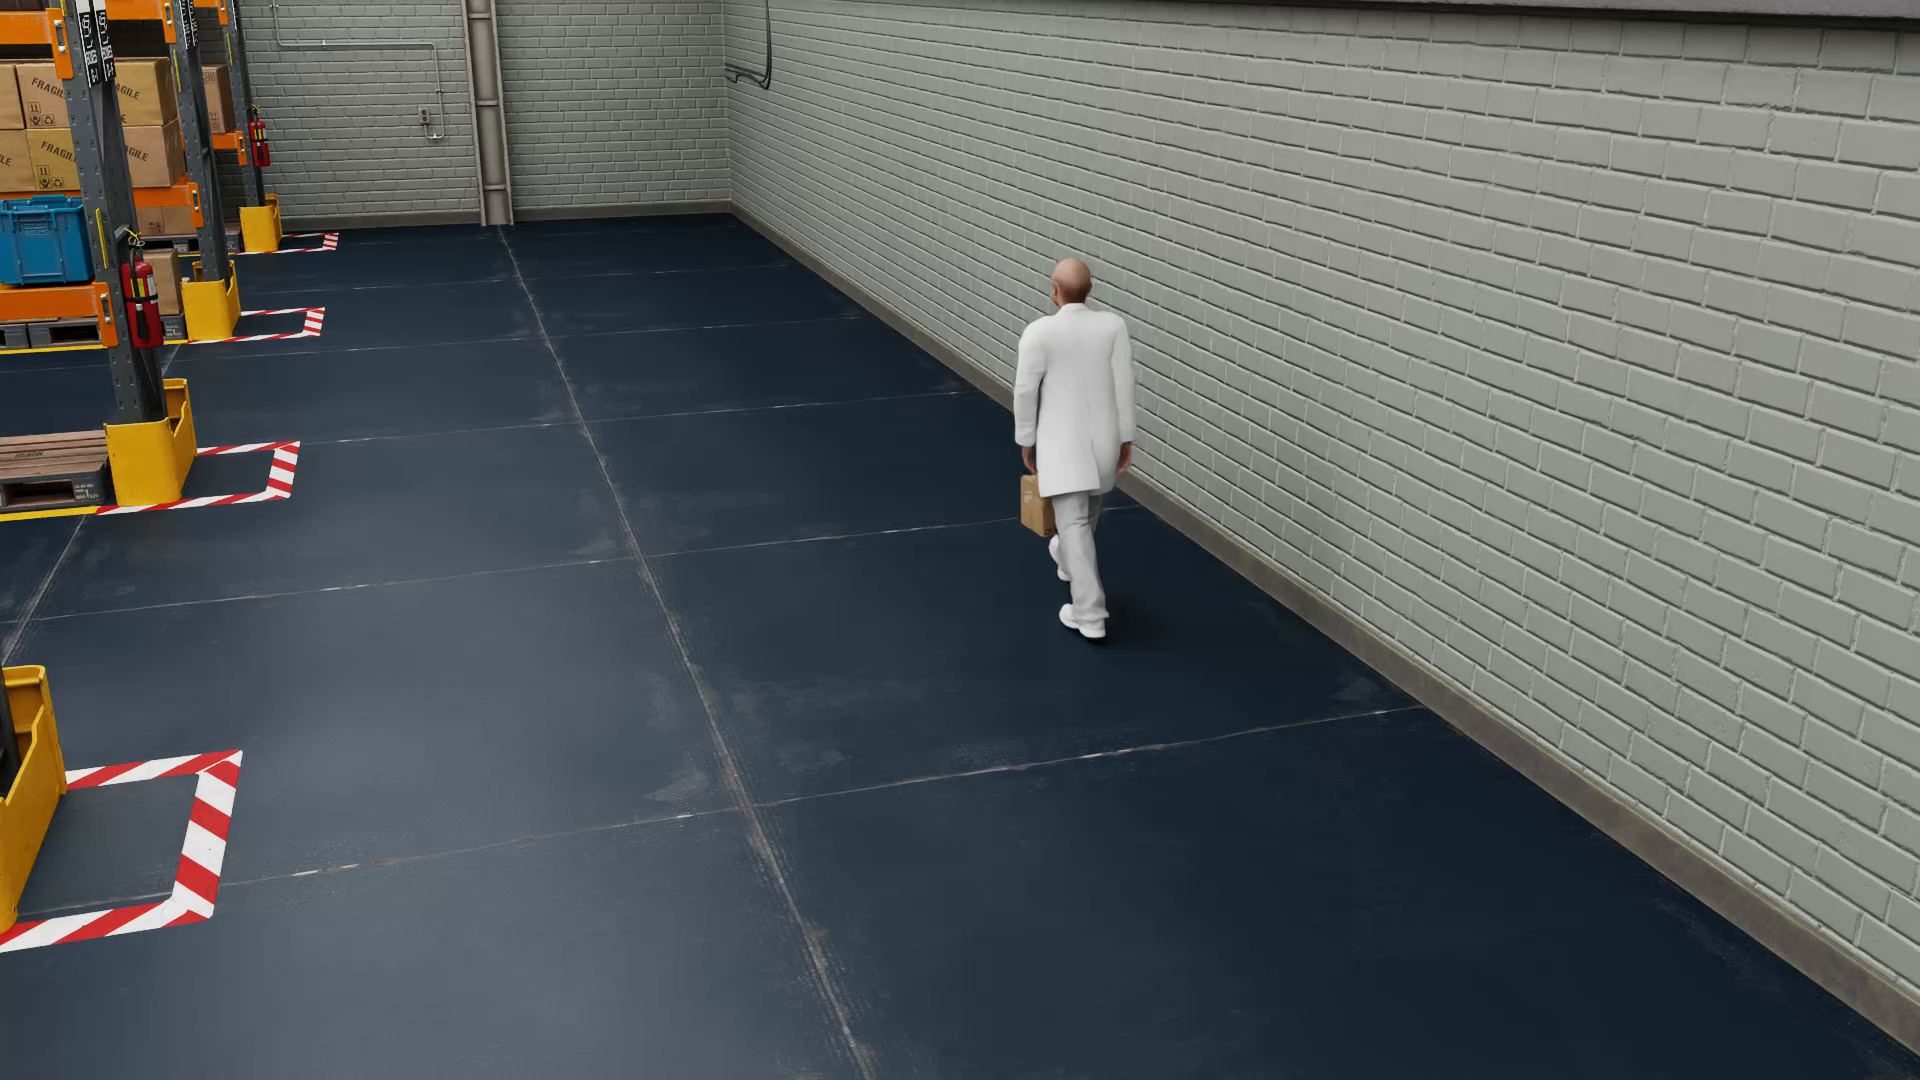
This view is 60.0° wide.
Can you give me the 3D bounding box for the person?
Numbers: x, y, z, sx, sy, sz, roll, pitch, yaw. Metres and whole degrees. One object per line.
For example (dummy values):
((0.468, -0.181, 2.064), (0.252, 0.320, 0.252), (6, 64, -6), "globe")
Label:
((0.515, -0.503, 8.054), (0.591, 1.723, 1.101), (-6, 20, -18), "person")
